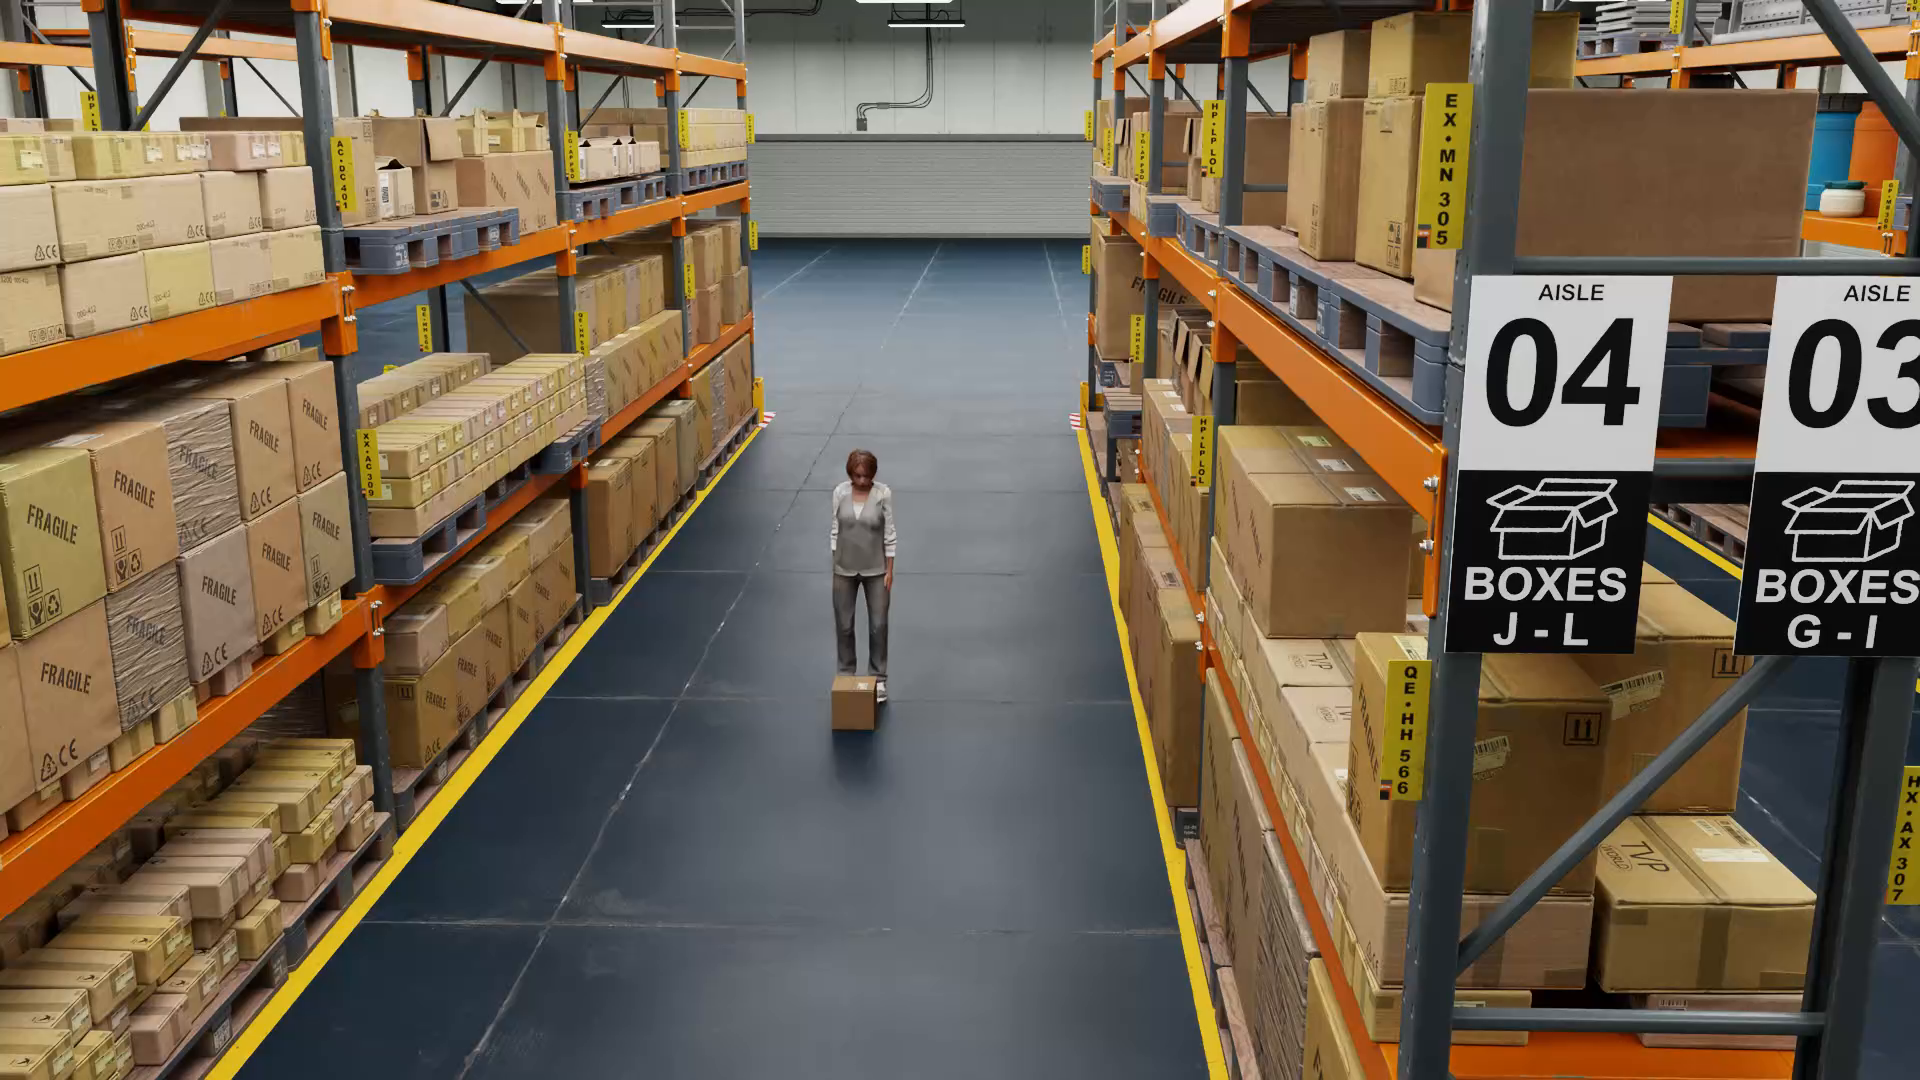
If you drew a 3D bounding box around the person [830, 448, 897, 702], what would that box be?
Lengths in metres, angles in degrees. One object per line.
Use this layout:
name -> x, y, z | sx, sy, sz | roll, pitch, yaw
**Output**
person -> -0.587, 0.210, 10.219 | 0.409, 1.591, 0.304 | 1, 14, 3
